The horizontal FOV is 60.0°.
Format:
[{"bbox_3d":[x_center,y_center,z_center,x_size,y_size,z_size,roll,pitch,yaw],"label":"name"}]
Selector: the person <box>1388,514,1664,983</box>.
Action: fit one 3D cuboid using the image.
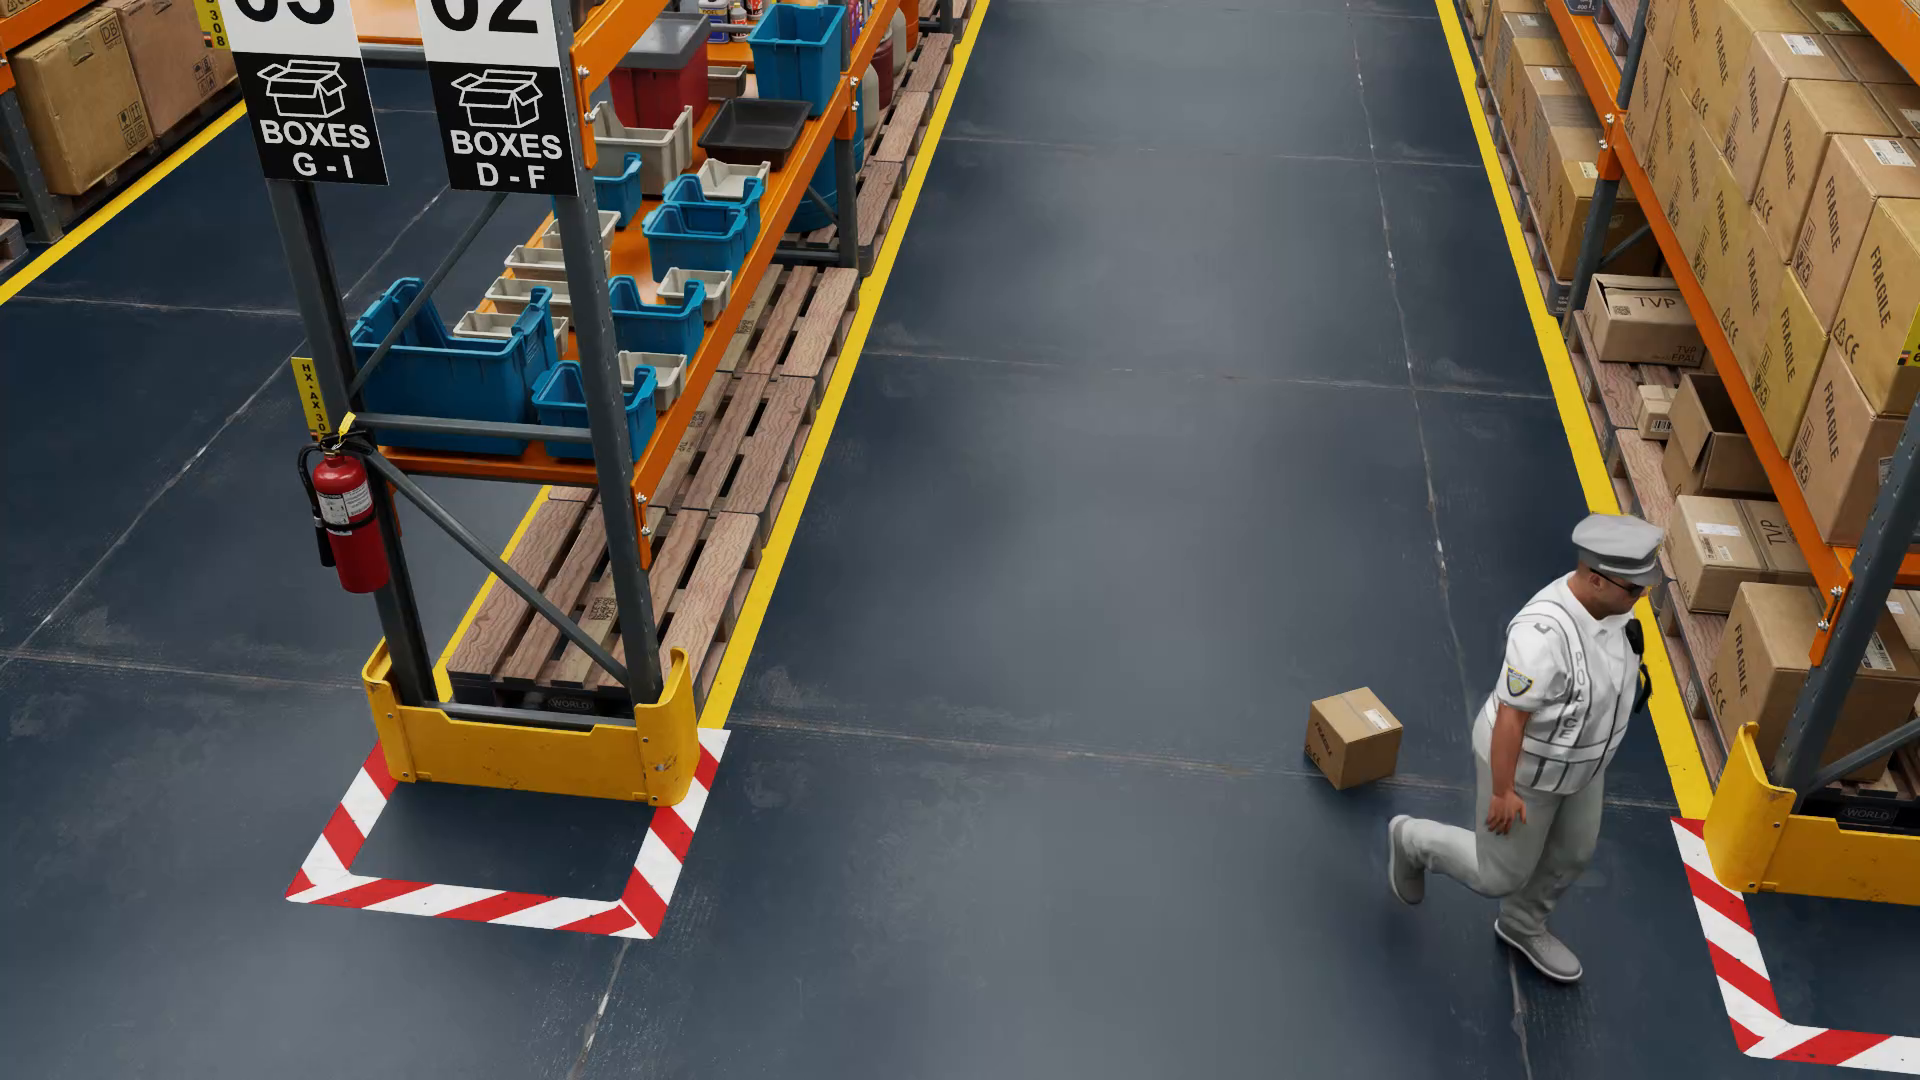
[{"bbox_3d":[1.787,0.637,5.221,0.550,1.725,0.703,-23,42,-28],"label":"person"}]
